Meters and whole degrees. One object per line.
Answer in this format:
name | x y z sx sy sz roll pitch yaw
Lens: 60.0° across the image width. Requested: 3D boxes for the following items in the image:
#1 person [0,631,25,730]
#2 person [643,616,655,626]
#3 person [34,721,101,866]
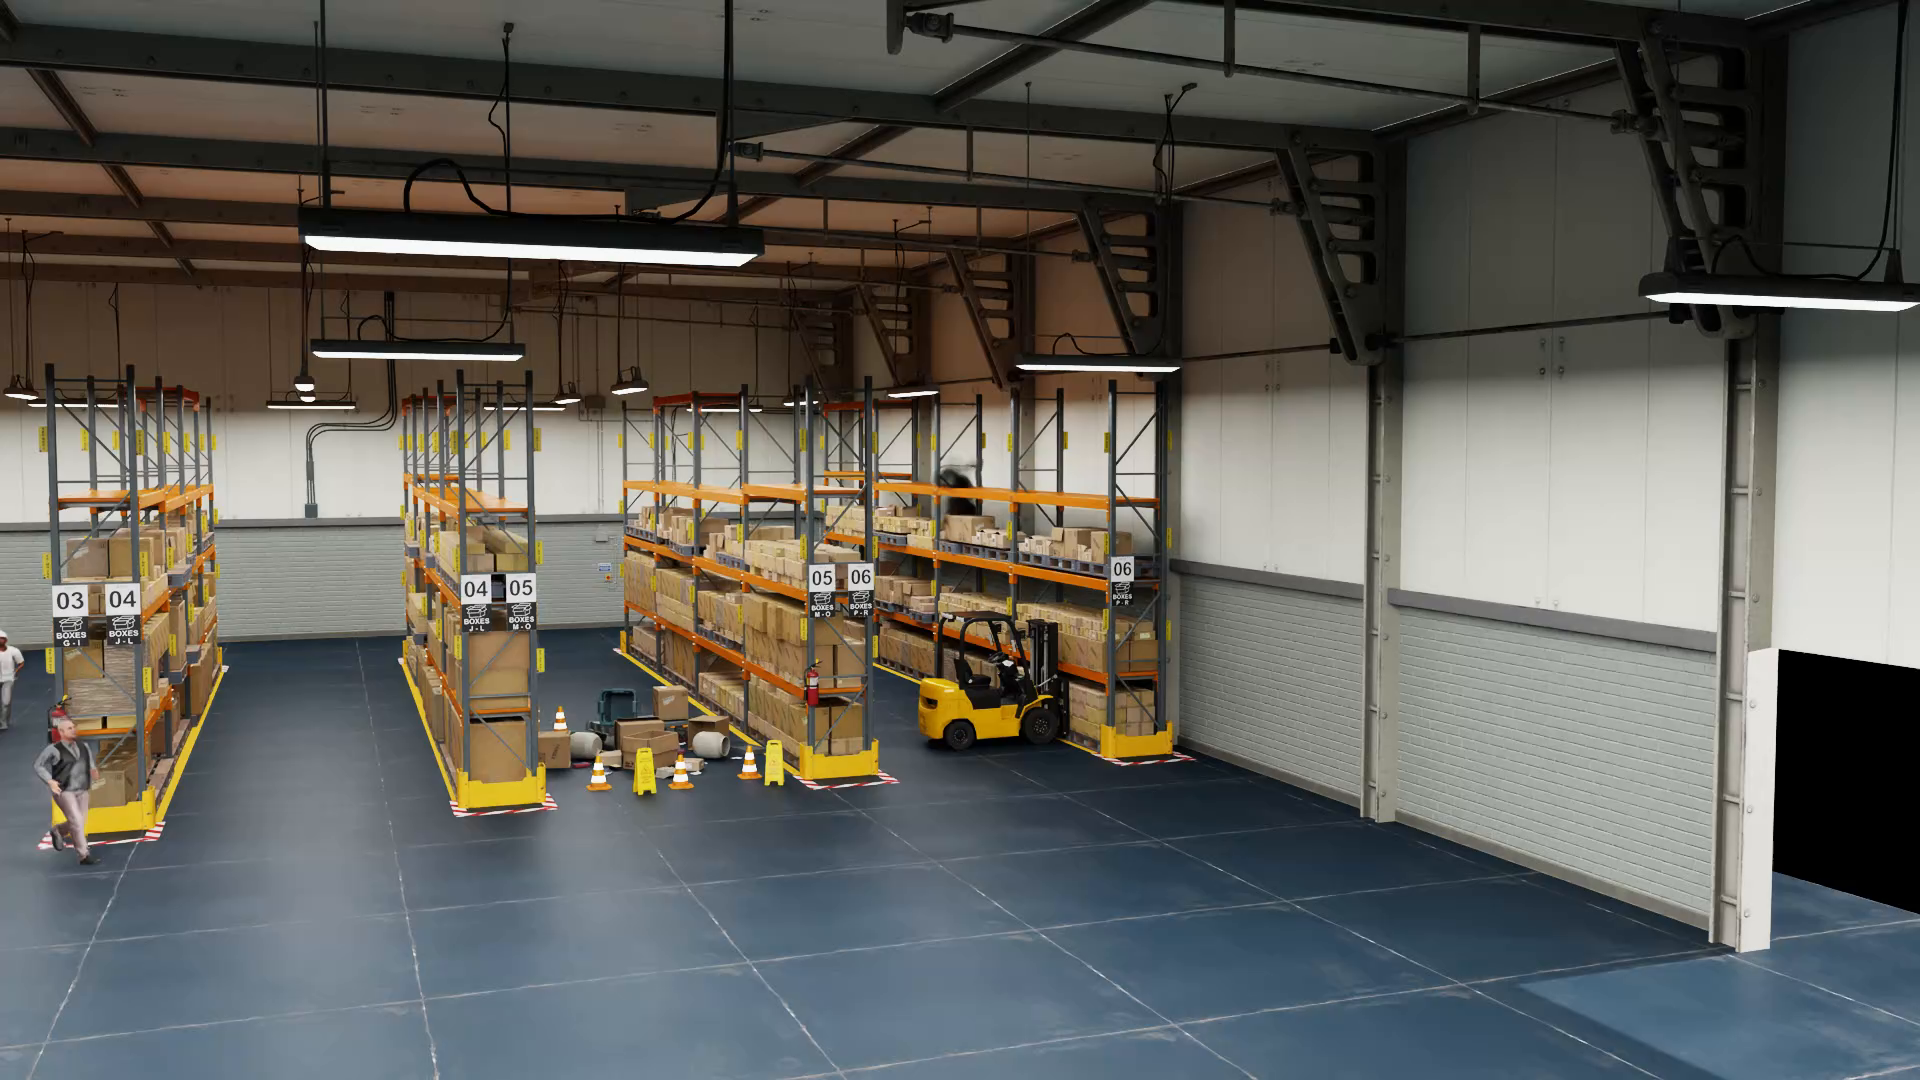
person | -16.687 2.448 28.970 0.699 1.720 0.595 -1 4 -24
person | -7.678 1.742 41.264 0.513 1.723 0.819 1 3 9
person | -10.517 2.989 19.741 0.946 1.686 0.640 2 4 26
